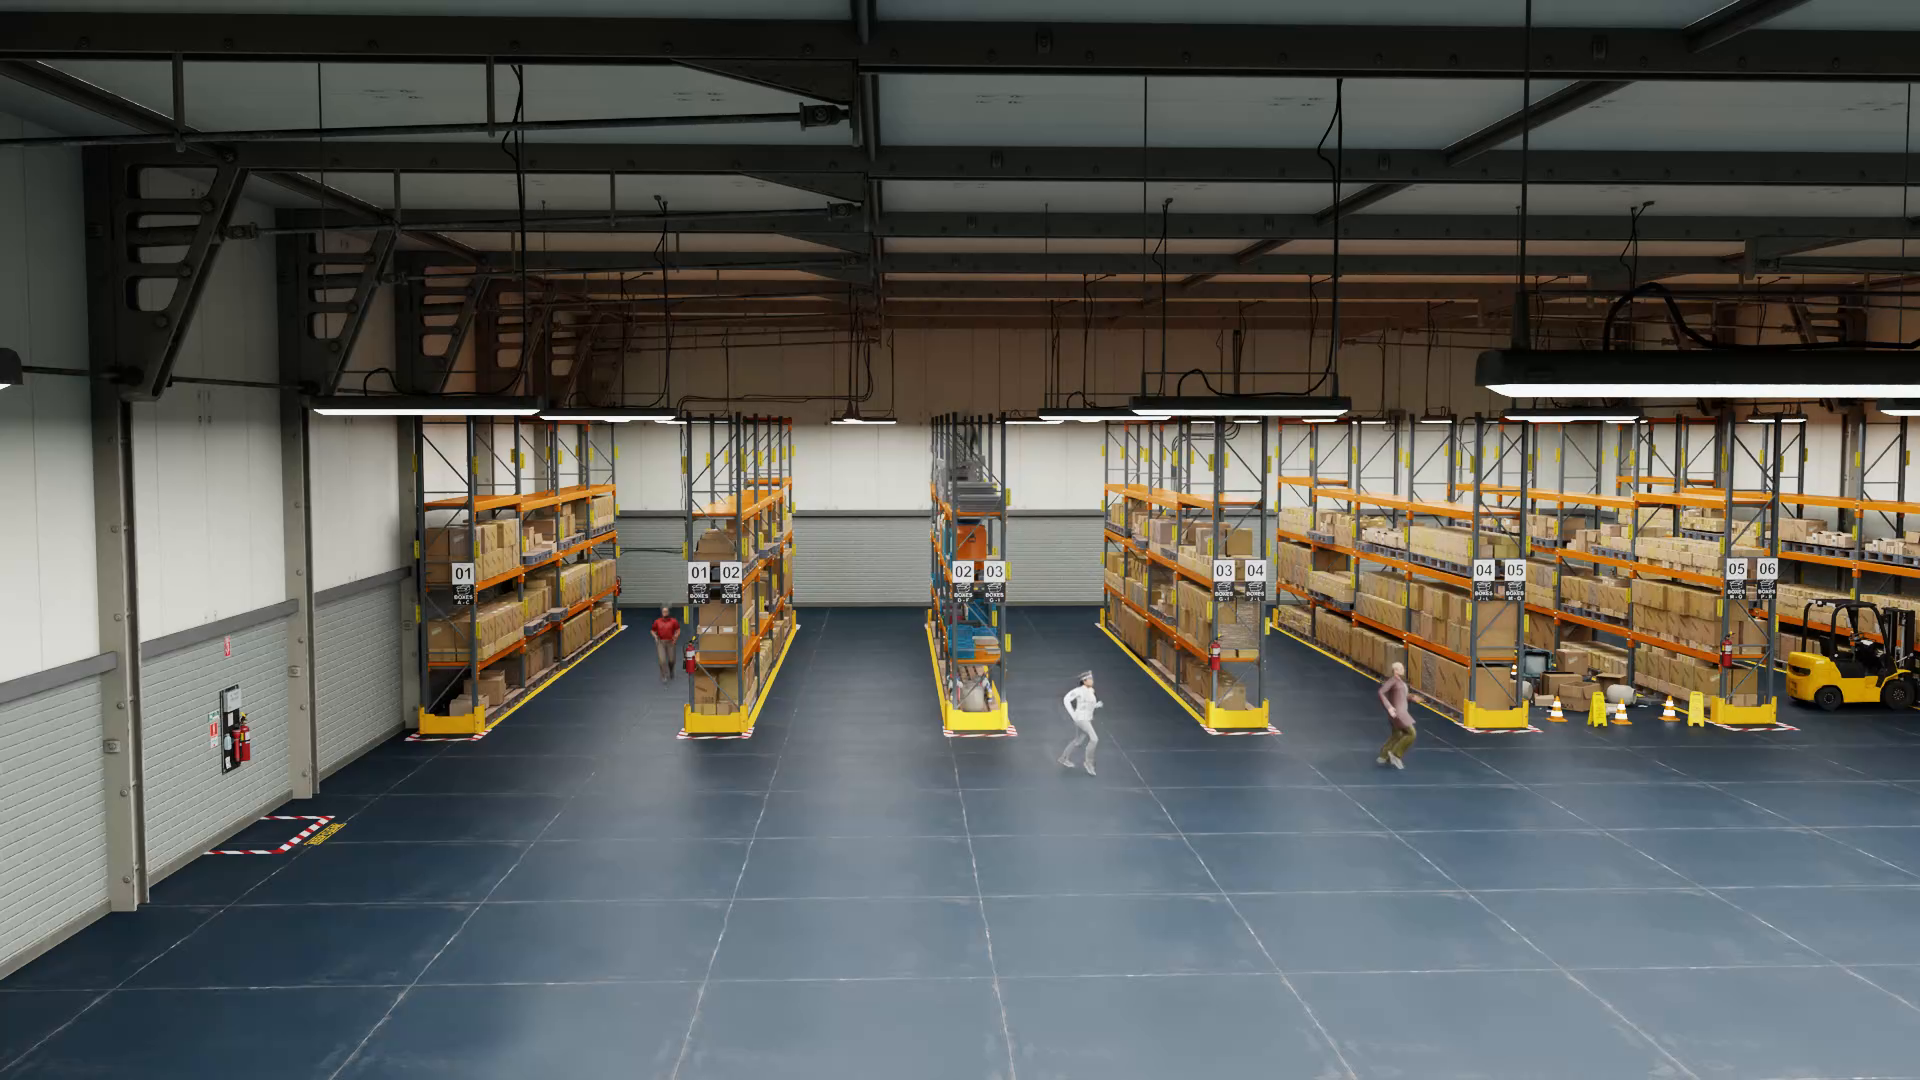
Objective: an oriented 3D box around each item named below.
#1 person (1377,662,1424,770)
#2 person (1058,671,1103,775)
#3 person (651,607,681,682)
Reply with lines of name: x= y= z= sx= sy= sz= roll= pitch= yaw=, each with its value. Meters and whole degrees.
person: x=7.366 y=2.945 z=27.852 sx=0.761 sy=1.790 sz=0.684 roll=2 pitch=4 yaw=25
person: x=1.998 y=3.023 z=27.570 sx=0.792 sy=1.748 sz=0.590 roll=2 pitch=4 yaw=28
person: x=-6.597 y=2.347 z=37.270 sx=0.659 sy=1.672 sz=0.622 roll=-1 pitch=4 yaw=-9
